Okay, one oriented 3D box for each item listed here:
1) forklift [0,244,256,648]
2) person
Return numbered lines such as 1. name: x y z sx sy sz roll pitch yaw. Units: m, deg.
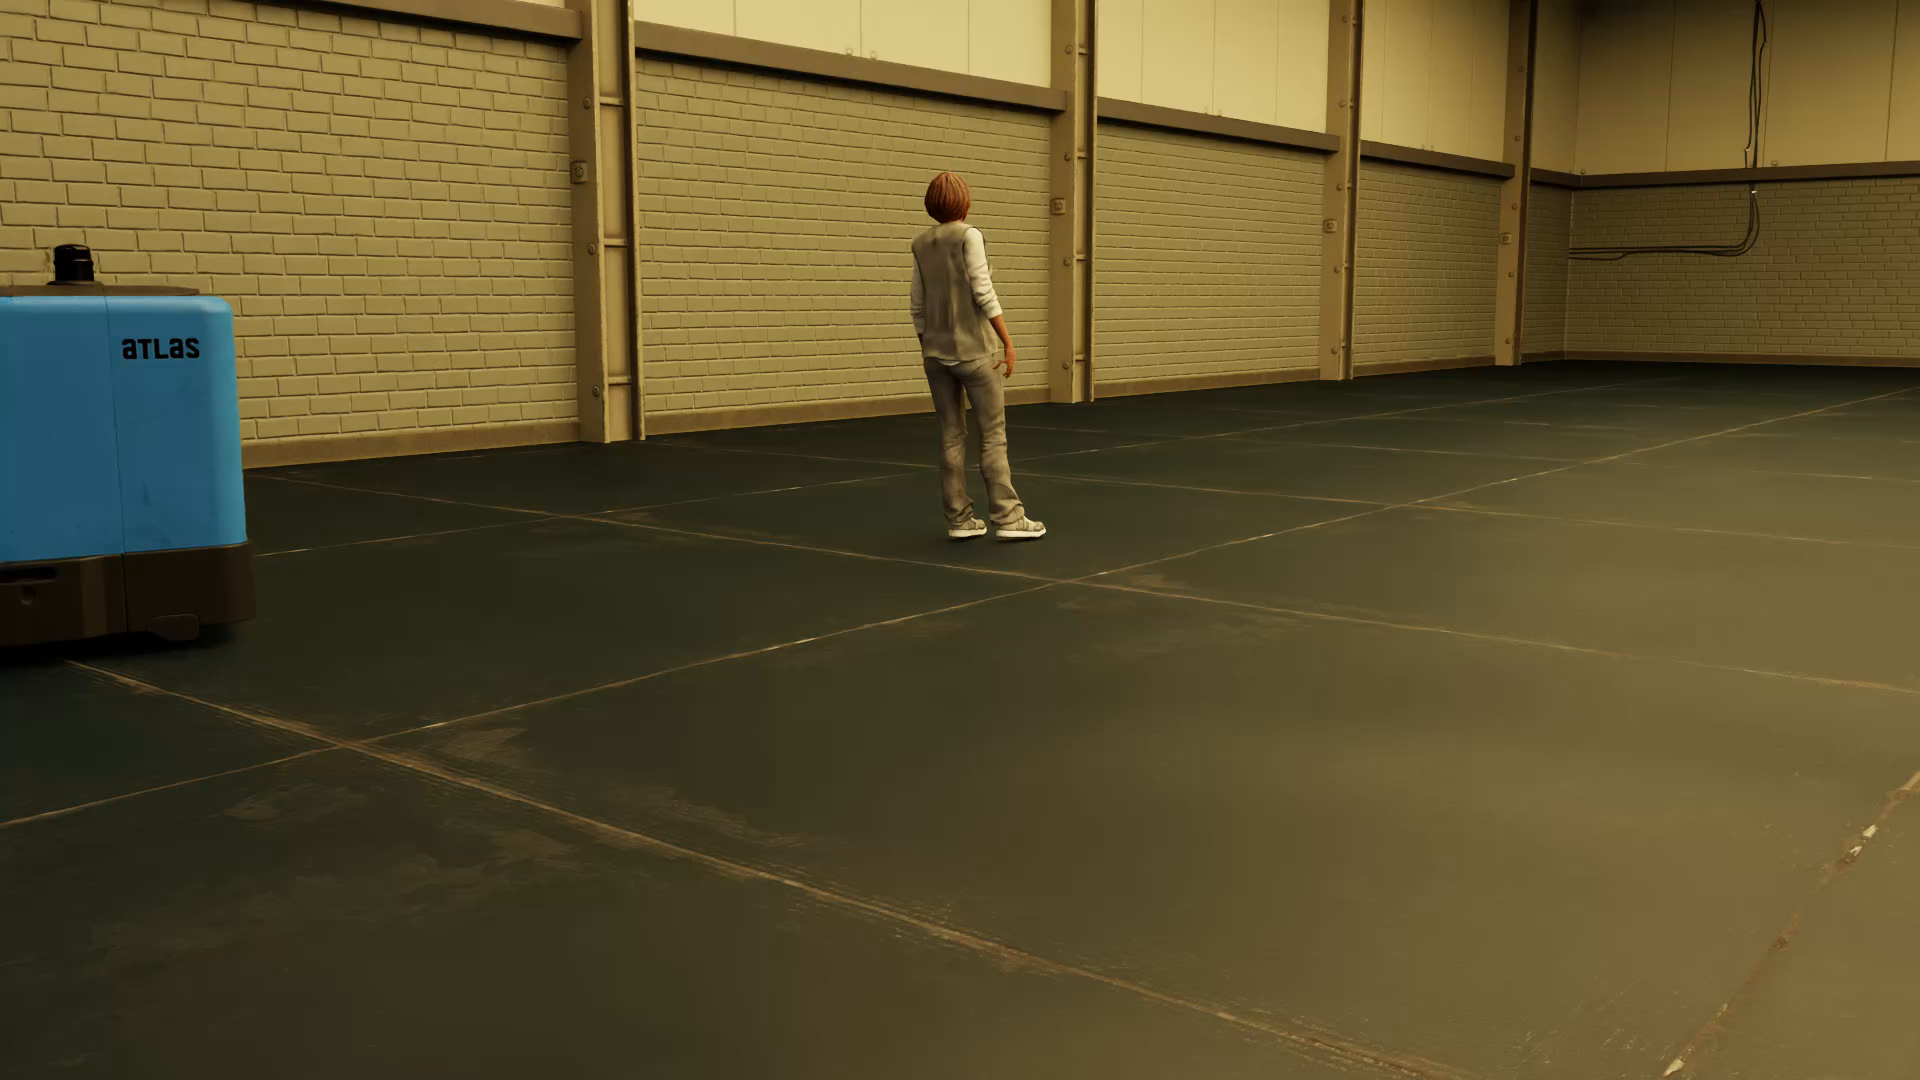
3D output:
1. forklift: -3.737 -1.072 4.611 3.031 2.935 1.130 -5 10 -33
2. person: 0.058 -0.805 7.337 0.520 1.599 0.473 7 11 38
